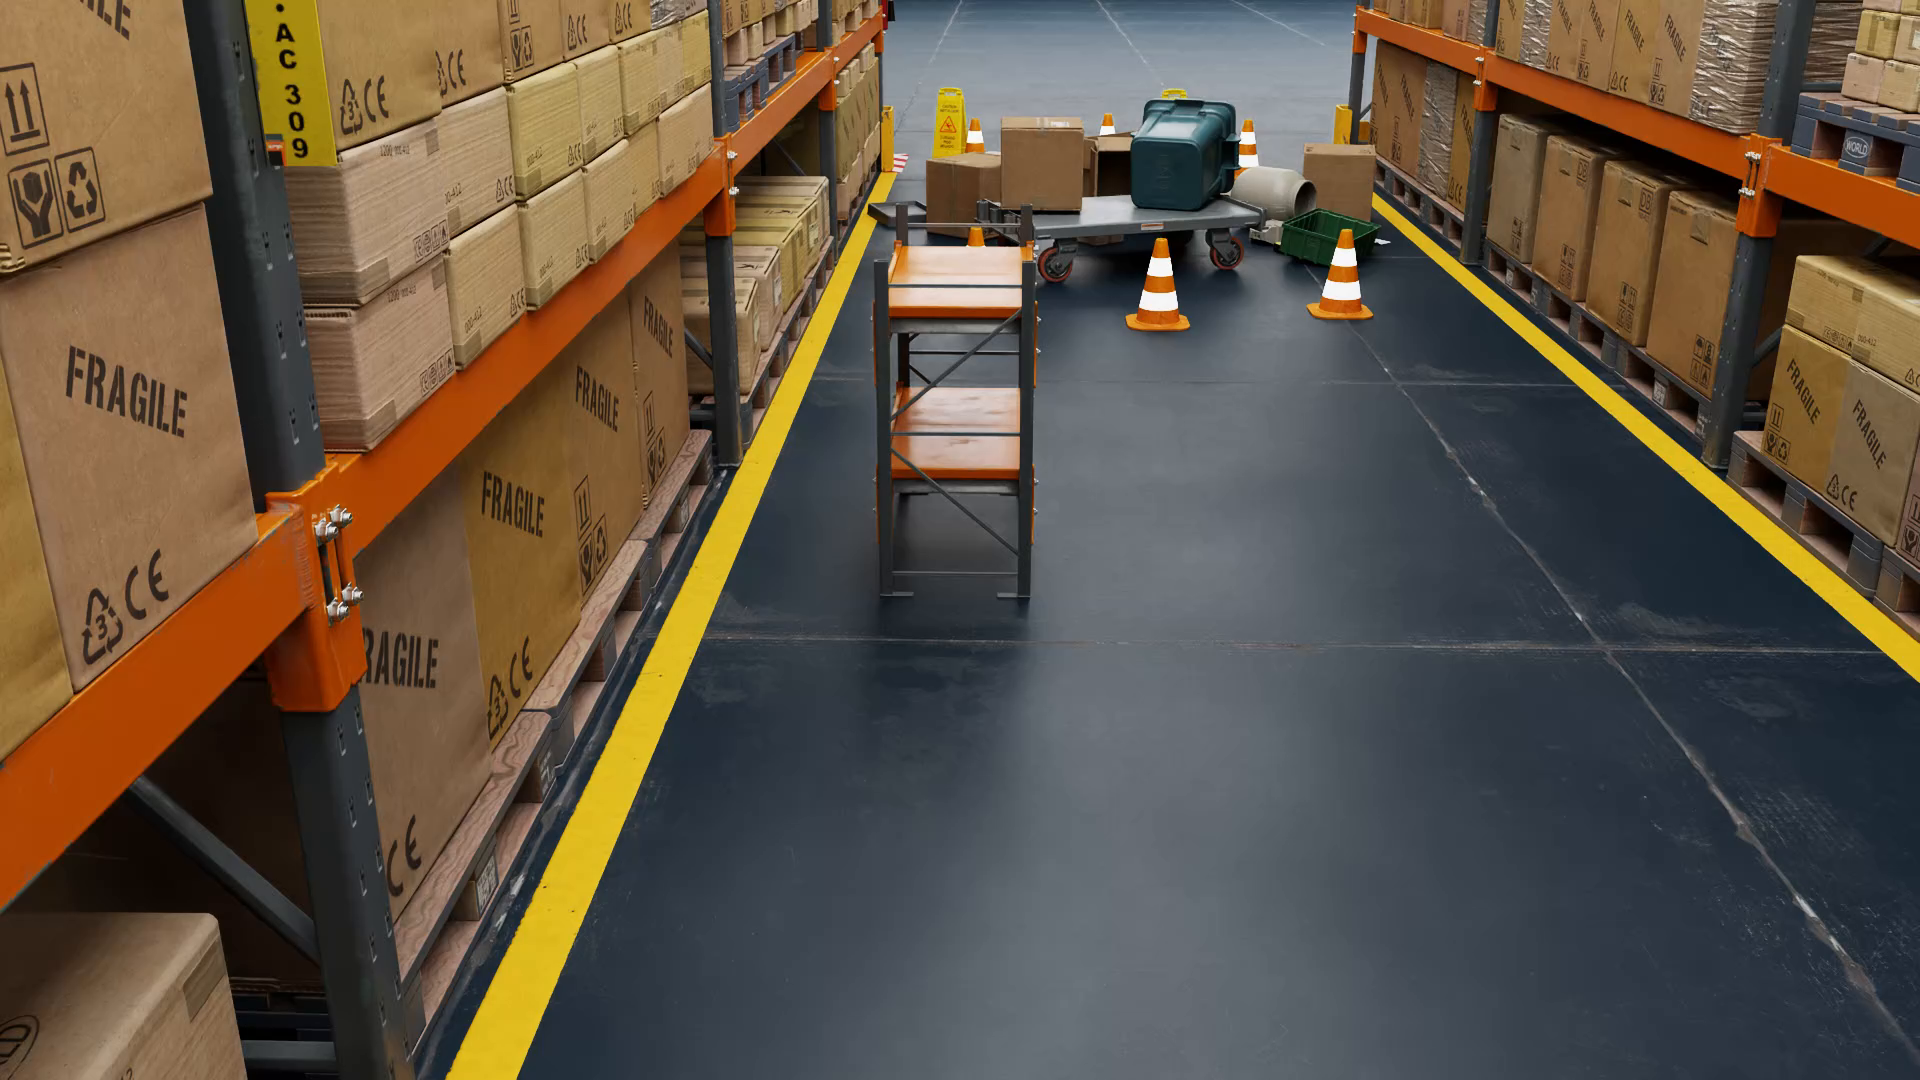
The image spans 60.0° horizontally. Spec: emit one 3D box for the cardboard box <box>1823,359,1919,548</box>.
[{"bbox_3d":[3.265,-0.290,5.506,0.500,0.500,0.500,1,21,2],"label":"cardboard box"}]

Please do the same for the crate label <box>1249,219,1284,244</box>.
[{"bbox_3d":[2.094,-2.066,11.164,0.298,0.136,0.250,-16,26,-35],"label":"crate label"}]

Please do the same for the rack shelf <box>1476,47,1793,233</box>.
[{"bbox_3d":[3.614,-2.083,8.244,1.077,0.370,4.000,1,21,2],"label":"rack shelf"}]

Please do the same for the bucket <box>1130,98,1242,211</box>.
[{"bbox_3d":[1.375,-2.398,10.487,0.726,0.611,0.620,8,33,20],"label":"bucket"}]

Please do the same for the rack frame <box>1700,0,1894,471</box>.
[{"bbox_3d":[3.553,-1.695,6.250,1.000,3.000,0.127,1,21,2],"label":"rack frame"}]

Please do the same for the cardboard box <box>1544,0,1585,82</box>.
[{"bbox_3d":[3.358,-2.637,8.541,0.500,0.500,0.500,1,21,1],"label":"cardboard box"}]

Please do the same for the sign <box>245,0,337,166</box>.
[{"bbox_3d":[-0.964,-0.701,2.384,0.100,0.325,0.005,1,21,2],"label":"sign"}]

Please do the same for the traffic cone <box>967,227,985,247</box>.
[{"bbox_3d":[0.086,-1.513,9.287,0.336,0.463,0.334,1,21,2],"label":"traffic cone"}]

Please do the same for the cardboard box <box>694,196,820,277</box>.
[{"bbox_3d":[-1.308,-1.680,9.264,0.950,0.372,0.625,2,21,5],"label":"cardboard box"}]

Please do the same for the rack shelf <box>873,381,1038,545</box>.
[{"bbox_3d":[0.000,-0.294,5.908,0.538,0.278,1.000,1,21,2],"label":"rack shelf"}]

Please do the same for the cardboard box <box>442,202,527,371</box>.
[{"bbox_3d":[-1.228,-0.540,3.481,0.500,0.250,0.500,0,21,0],"label":"cardboard box"}]

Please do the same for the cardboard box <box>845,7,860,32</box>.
[{"bbox_3d":[-0.897,-3.615,11.545,0.380,0.149,0.250,1,21,2],"label":"cardboard box"}]

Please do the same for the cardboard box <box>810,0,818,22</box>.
[{"bbox_3d":[-1.016,-3.049,9.506,0.380,0.149,0.250,1,21,2],"label":"cardboard box"}]

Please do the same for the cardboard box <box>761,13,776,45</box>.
[{"bbox_3d":[-1.104,-2.491,8.068,0.380,0.149,0.250,1,21,3],"label":"cardboard box"}]

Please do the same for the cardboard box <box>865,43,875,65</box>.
[{"bbox_3d":[-0.862,-3.745,12.822,0.380,0.149,0.250,1,21,3],"label":"cardboard box"}]

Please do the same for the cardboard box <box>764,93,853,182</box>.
[{"bbox_3d":[-0.988,-2.633,10.852,0.500,0.500,0.500,2,21,4],"label":"cardboard box"}]

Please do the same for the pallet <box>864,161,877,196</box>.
[{"bbox_3d":[-1.216,-2.984,13.429,1.003,0.211,1.213,1,21,2],"label":"pallet"}]

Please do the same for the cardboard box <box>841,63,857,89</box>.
[{"bbox_3d":[-0.910,-3.166,11.328,0.380,0.149,0.250,1,21,4],"label":"cardboard box"}]

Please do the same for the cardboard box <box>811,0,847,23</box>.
[{"bbox_3d":[-0.984,-3.500,10.354,0.500,0.500,0.500,1,21,1],"label":"cardboard box"}]

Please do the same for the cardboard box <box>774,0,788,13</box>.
[{"bbox_3d":[-1.111,-2.815,8.008,0.500,0.500,0.500,0,21,0],"label":"cardboard box"}]

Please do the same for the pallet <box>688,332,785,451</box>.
[{"bbox_3d":[-1.372,-0.695,7.529,1.003,0.211,1.213,1,21,2],"label":"pallet"}]

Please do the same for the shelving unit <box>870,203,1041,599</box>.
[{"bbox_3d":[0.000,-0.522,5.819,0.538,1.125,1.048,1,21,2],"label":"shelving unit"}]

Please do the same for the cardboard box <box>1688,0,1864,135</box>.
[{"bbox_3d":[3.299,-1.907,6.659,0.500,0.500,0.500,1,21,2],"label":"cardboard box"}]

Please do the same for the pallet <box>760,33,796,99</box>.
[{"bbox_3d":[-1.378,-2.339,8.177,1.003,0.211,1.213,1,21,2],"label":"pallet"}]

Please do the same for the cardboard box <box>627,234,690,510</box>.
[{"bbox_3d":[-1.501,-0.669,5.963,0.875,0.875,0.875,0,21,1],"label":"cardboard box"}]

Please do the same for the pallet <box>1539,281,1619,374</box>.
[{"bbox_3d":[3.693,-1.119,8.621,1.003,0.211,1.213,1,21,2],"label":"pallet"}]

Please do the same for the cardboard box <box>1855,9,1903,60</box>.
[{"bbox_3d":[3.338,-1.740,5.721,0.380,0.149,0.250,2,21,4],"label":"cardboard box"}]

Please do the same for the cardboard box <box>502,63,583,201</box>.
[{"bbox_3d":[-1.194,-0.957,3.864,0.500,0.250,0.500,1,21,2],"label":"cardboard box"}]

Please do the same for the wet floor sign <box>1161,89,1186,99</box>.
[{"bbox_3d":[1.818,-3.522,14.214,0.267,0.644,0.232,-3,21,-8],"label":"wet floor sign"}]

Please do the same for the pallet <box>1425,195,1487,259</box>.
[{"bbox_3d":[3.776,-2.115,11.188,1.003,0.211,1.213,1,21,2],"label":"pallet"}]

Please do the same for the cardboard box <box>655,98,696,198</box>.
[{"bbox_3d":[-1.153,-1.272,5.368,0.500,0.250,0.500,1,21,3],"label":"cardboard box"}]

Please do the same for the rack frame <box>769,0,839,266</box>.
[{"bbox_3d":[-1.276,-3.159,10.024,1.000,3.000,0.127,1,21,2],"label":"rack frame"}]

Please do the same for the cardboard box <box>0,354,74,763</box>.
[{"bbox_3d":[-1.288,0.044,1.632,0.500,0.500,0.500,0,21,0],"label":"cardboard box"}]

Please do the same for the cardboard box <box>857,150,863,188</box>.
[{"bbox_3d":[-0.969,-2.668,11.979,0.500,0.250,0.500,0,21,1],"label":"cardboard box"}]

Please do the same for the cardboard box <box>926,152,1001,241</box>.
[{"bbox_3d":[0.117,-2.367,11.435,0.500,0.500,0.500,18,27,38],"label":"cardboard box"}]

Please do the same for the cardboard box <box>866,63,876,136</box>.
[{"bbox_3d":[-0.930,-3.387,12.796,0.500,0.500,0.500,1,21,4],"label":"cardboard box"}]

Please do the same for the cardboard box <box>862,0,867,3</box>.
[{"bbox_3d":[-0.934,-4.229,12.233,0.500,0.500,0.500,1,21,1],"label":"cardboard box"}]

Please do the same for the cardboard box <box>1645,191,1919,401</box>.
[{"bbox_3d":[3.662,-1.061,7.146,1.050,0.750,0.750,0,21,1],"label":"cardboard box"}]

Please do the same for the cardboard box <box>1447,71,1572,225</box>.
[{"bbox_3d":[3.764,-2.573,10.870,0.875,0.875,0.875,1,21,2],"label":"cardboard box"}]

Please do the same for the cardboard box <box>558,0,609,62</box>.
[{"bbox_3d":[-1.203,-1.488,4.196,0.500,0.500,0.500,0,21,1],"label":"cardboard box"}]

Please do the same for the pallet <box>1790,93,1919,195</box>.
[{"bbox_3d":[3.638,-1.346,5.618,1.213,0.211,1.003,1,21,2],"label":"pallet"}]

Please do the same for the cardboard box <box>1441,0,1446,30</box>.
[{"bbox_3d":[3.803,-3.738,11.307,0.875,0.550,0.550,1,21,2],"label":"cardboard box"}]

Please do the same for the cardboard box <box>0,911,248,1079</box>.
[{"bbox_3d":[-1.645,0.958,2.374,0.875,0.438,0.875,0,21,1],"label":"cardboard box"}]

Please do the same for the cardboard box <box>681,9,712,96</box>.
[{"bbox_3d":[-1.158,-1.698,5.774,0.500,0.250,0.500,1,21,1],"label":"cardboard box"}]

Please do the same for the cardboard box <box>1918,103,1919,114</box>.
[{"bbox_3d":[3.322,-1.419,5.307,0.380,0.149,0.250,2,21,4],"label":"cardboard box"}]

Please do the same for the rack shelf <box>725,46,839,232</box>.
[{"bbox_3d":[-1.337,-2.100,8.290,1.077,0.370,4.000,1,21,2],"label":"rack shelf"}]
